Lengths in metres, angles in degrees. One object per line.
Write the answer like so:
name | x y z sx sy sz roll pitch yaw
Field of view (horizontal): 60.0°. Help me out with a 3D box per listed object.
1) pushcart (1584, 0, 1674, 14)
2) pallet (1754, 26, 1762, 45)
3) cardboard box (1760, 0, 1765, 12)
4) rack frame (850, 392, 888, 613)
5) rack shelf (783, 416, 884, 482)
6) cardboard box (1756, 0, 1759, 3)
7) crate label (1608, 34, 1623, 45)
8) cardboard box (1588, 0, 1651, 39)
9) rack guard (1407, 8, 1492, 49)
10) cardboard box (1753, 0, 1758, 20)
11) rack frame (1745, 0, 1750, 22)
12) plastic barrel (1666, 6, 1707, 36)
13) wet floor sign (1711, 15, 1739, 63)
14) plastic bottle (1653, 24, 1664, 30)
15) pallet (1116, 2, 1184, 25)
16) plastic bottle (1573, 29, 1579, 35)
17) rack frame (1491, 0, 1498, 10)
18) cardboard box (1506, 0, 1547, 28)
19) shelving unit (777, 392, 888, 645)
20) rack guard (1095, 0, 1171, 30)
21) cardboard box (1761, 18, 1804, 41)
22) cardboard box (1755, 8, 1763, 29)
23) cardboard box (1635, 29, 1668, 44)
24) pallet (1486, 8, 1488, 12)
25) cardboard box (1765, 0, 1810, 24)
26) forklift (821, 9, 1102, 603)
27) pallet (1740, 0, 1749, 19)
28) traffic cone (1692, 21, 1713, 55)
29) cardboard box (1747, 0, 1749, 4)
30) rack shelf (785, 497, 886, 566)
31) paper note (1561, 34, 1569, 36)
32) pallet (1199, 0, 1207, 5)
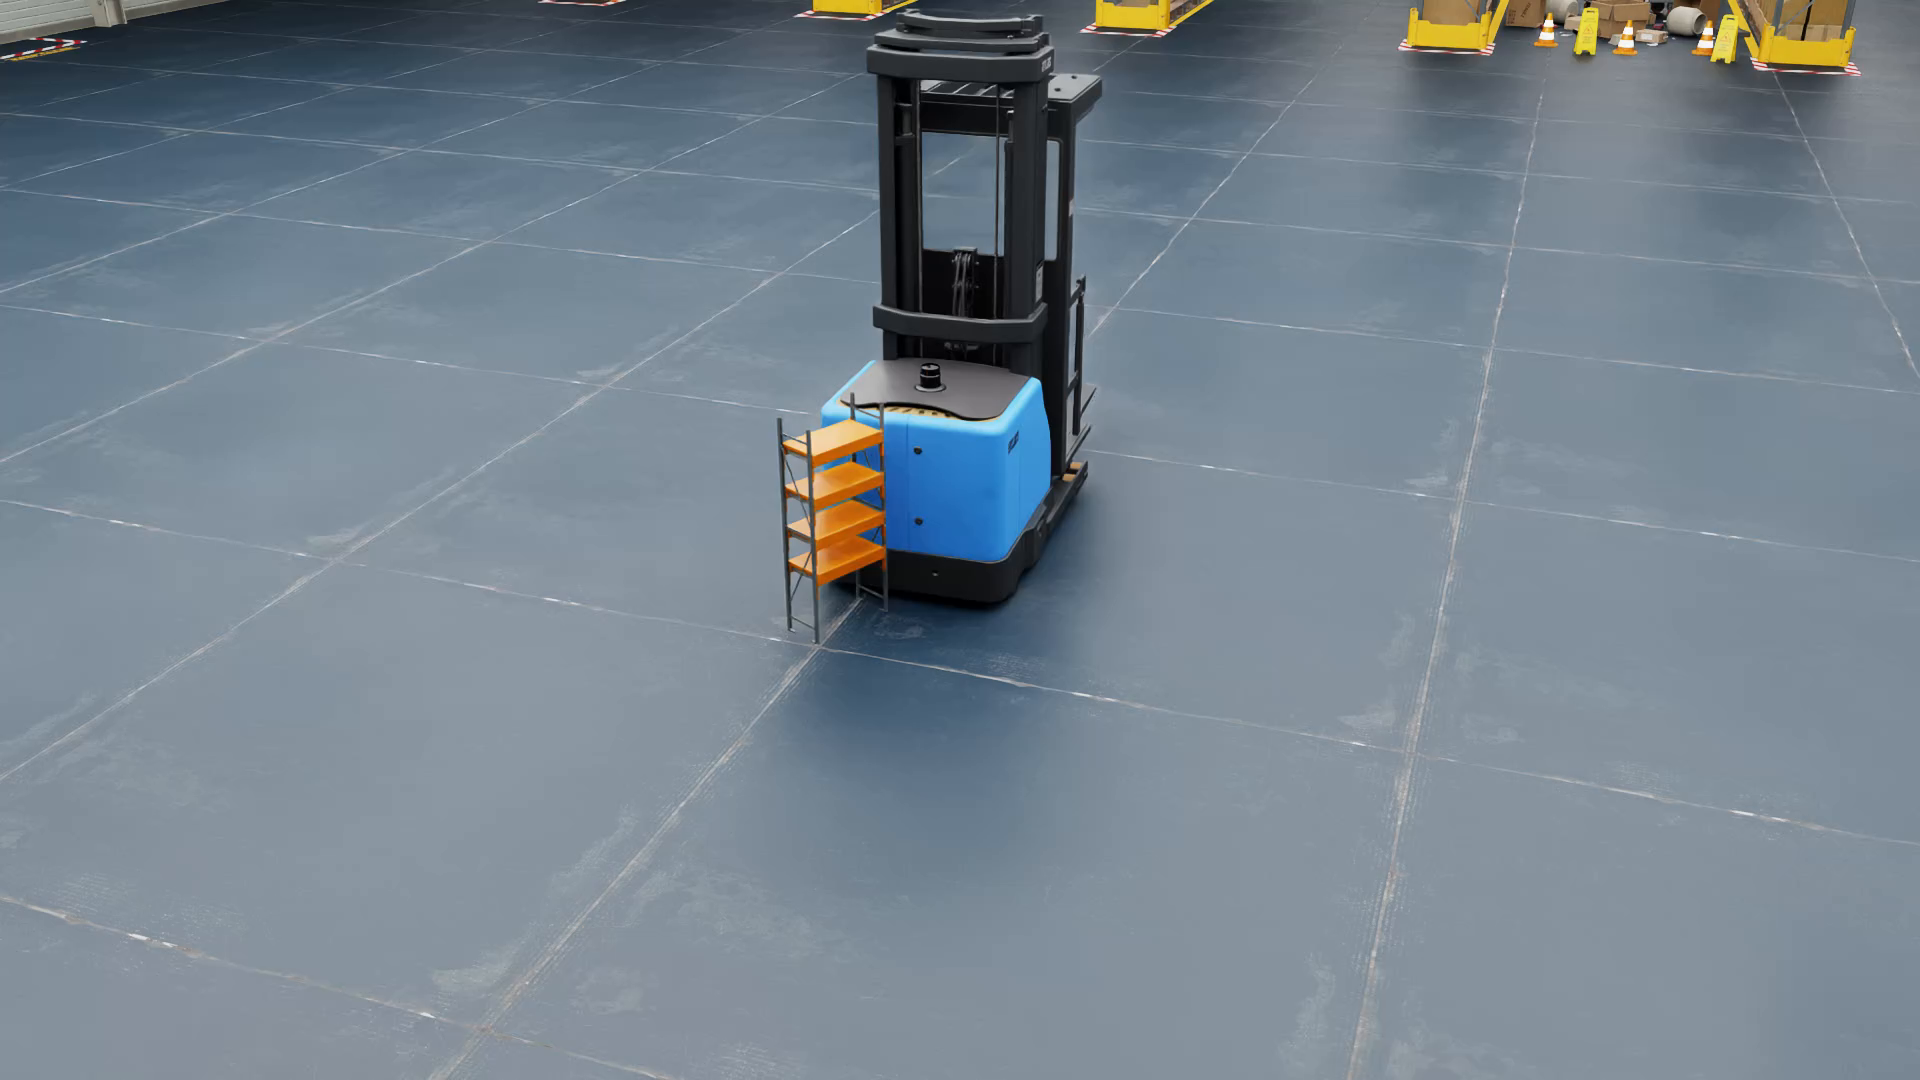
pushcart | 11.273 -8.976 27.855 1.648 0.377 0.936 0 26 -1
pallet | 12.845 -7.806 25.631 1.003 0.211 1.213 9 27 17
cardboard box | 12.474 -8.279 25.220 0.500 0.500 0.500 8 27 16
rack frame | -0.476 -0.185 8.755 0.240 1.200 0.015 23 34 39
rack shelf | -0.647 -0.463 8.427 0.258 0.148 0.480 23 34 39
cardboard box | 12.821 -8.710 26.109 0.500 0.500 0.500 10 28 20
crate label | 10.078 -7.631 25.353 0.250 0.136 0.298 -5 26 -9
cardboard box | 10.305 -8.167 26.041 0.797 0.503 0.637 -9 27 -18
rack guard | 7.399 -7.743 25.169 1.175 0.500 0.348 9 27 17
cardboard box | 12.821 -8.373 26.274 0.500 0.250 0.500 10 28 20
rack frame | 13.439 -9.846 26.643 1.000 3.000 0.127 9 27 17
plastic barrel | 11.368 -8.111 26.016 0.421 0.421 0.512 -14 29 -27
wet floor sign | 11.036 -7.219 23.920 0.267 0.644 0.232 20 32 35
plastic bottle | 11.241 -8.265 26.750 0.133 0.061 0.283 14 29 26
pallet | 3.092 -8.744 27.567 1.003 0.211 1.213 9 27 17
plastic bottle | 9.772 -8.039 26.284 0.133 0.061 0.283 0 26 -1
rack frame | 8.738 -10.522 28.040 1.000 3.000 0.127 9 27 17
cardboard box | 9.189 -8.611 26.959 0.500 0.500 0.500 14 29 26
shelving unit | -0.647 -0.109 8.599 0.258 1.200 0.503 23 34 39
rack guard | 2.788 -8.545 26.825 1.175 0.500 0.348 9 27 17
cardboard box | 12.131 -7.534 24.543 0.500 0.250 0.500 9 27 17
cardboard box | 12.472 -7.952 25.405 0.500 0.250 0.500 8 27 16
cardboard box | 10.639 -7.750 25.586 0.250 0.149 0.380 -20 33 -36
pallet | 8.007 -8.463 26.986 1.003 0.211 1.213 9 27 17
cardboard box | 12.129 -7.858 24.350 0.500 0.500 0.500 9 27 18
forklift | 0.169 -1.605 9.701 1.130 2.935 3.031 8 27 15
pallet | 13.697 -8.911 27.912 1.003 0.211 1.213 9 27 17
traffic cone | 11.035 -7.424 24.552 0.336 0.463 0.334 9 27 17
cardboard box | 13.611 -9.068 27.570 0.950 0.372 0.625 9 27 18
rack shelf | -0.647 -0.049 8.628 0.258 0.148 0.480 23 34 39
paper note | 9.516 -7.922 26.079 0.144 0.017 0.142 20 32 35
pallet | 3.904 -9.747 29.638 1.003 0.211 1.213 9 27 17
